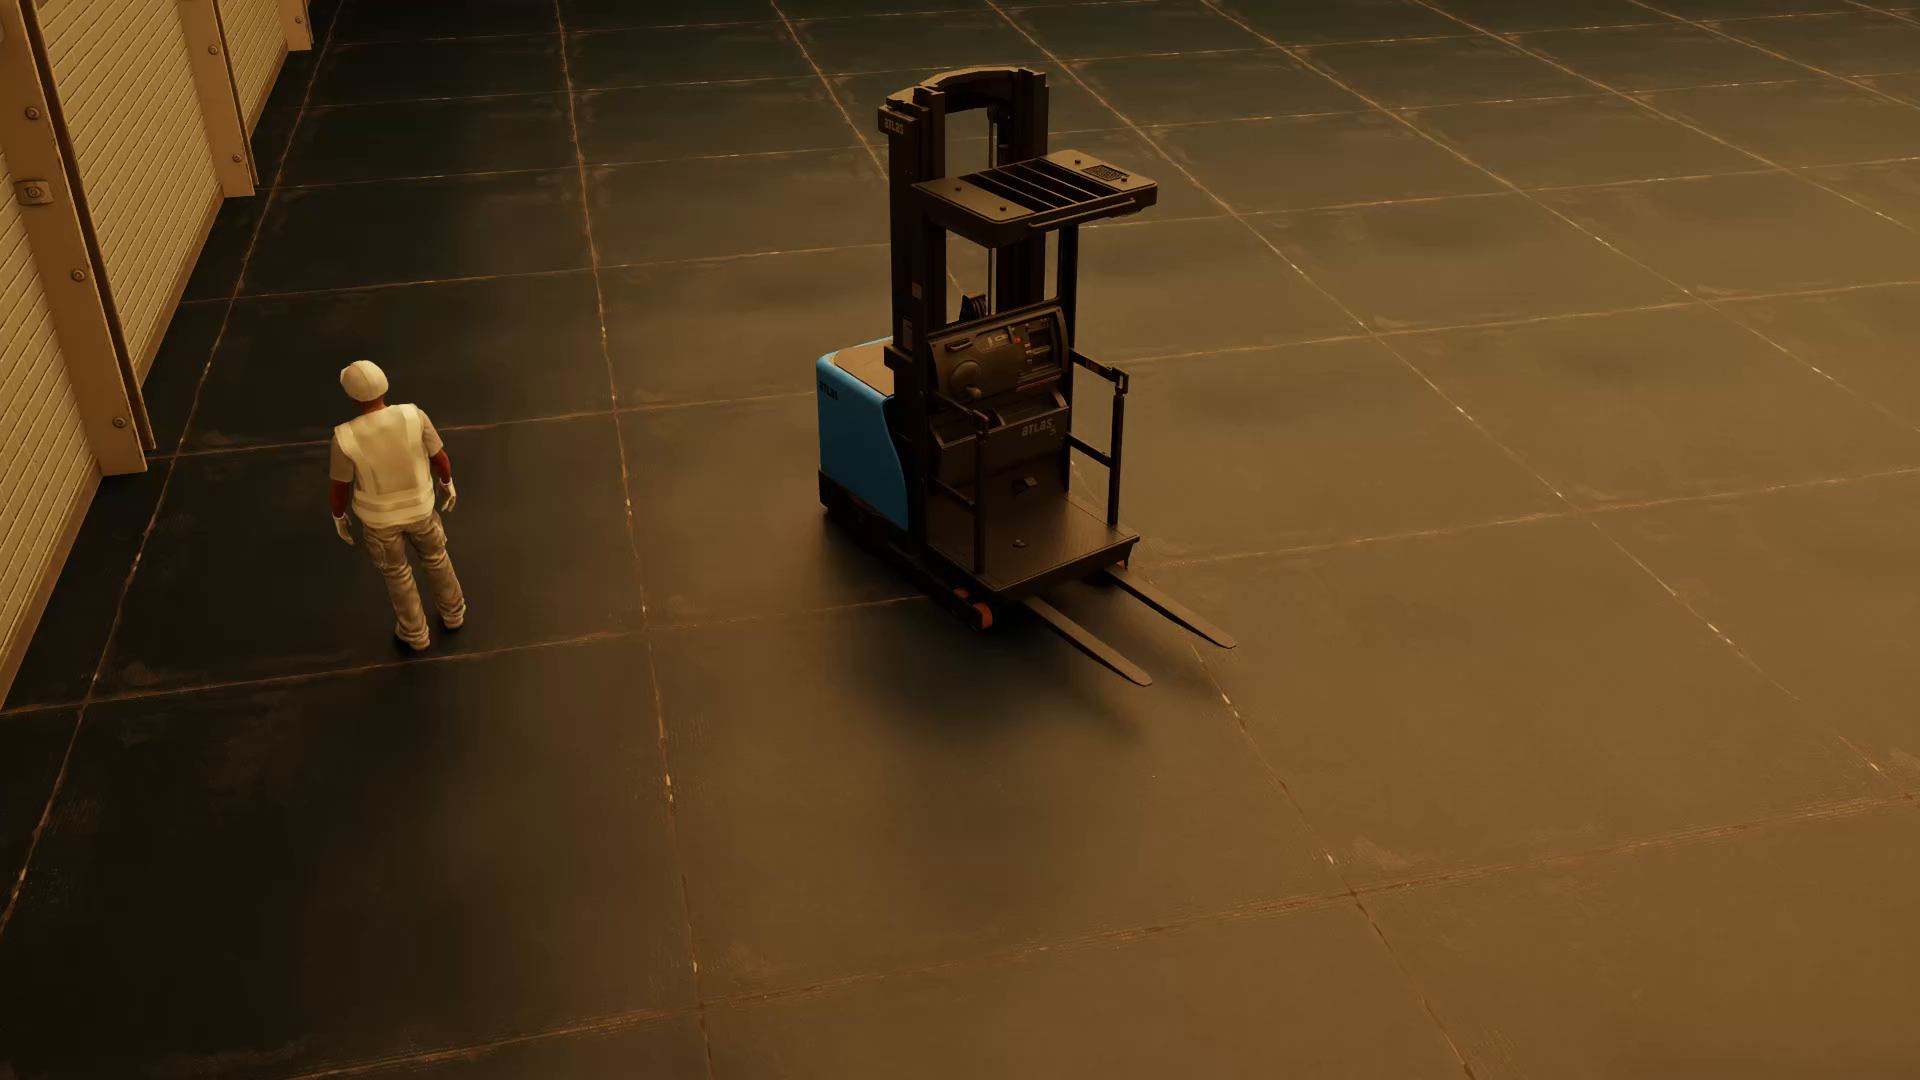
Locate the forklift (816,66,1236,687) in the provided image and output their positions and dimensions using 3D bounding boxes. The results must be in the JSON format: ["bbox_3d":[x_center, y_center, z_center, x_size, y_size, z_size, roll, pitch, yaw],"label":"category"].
[{"bbox_3d":[0.355,-1.021,9.338,1.130,2.935,3.031,-20,35,-30],"label":"forklift"}]

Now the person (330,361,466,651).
[{"bbox_3d":[-3.092,-0.210,9.068,0.656,1.781,0.579,-17,34,-26],"label":"person"}]
